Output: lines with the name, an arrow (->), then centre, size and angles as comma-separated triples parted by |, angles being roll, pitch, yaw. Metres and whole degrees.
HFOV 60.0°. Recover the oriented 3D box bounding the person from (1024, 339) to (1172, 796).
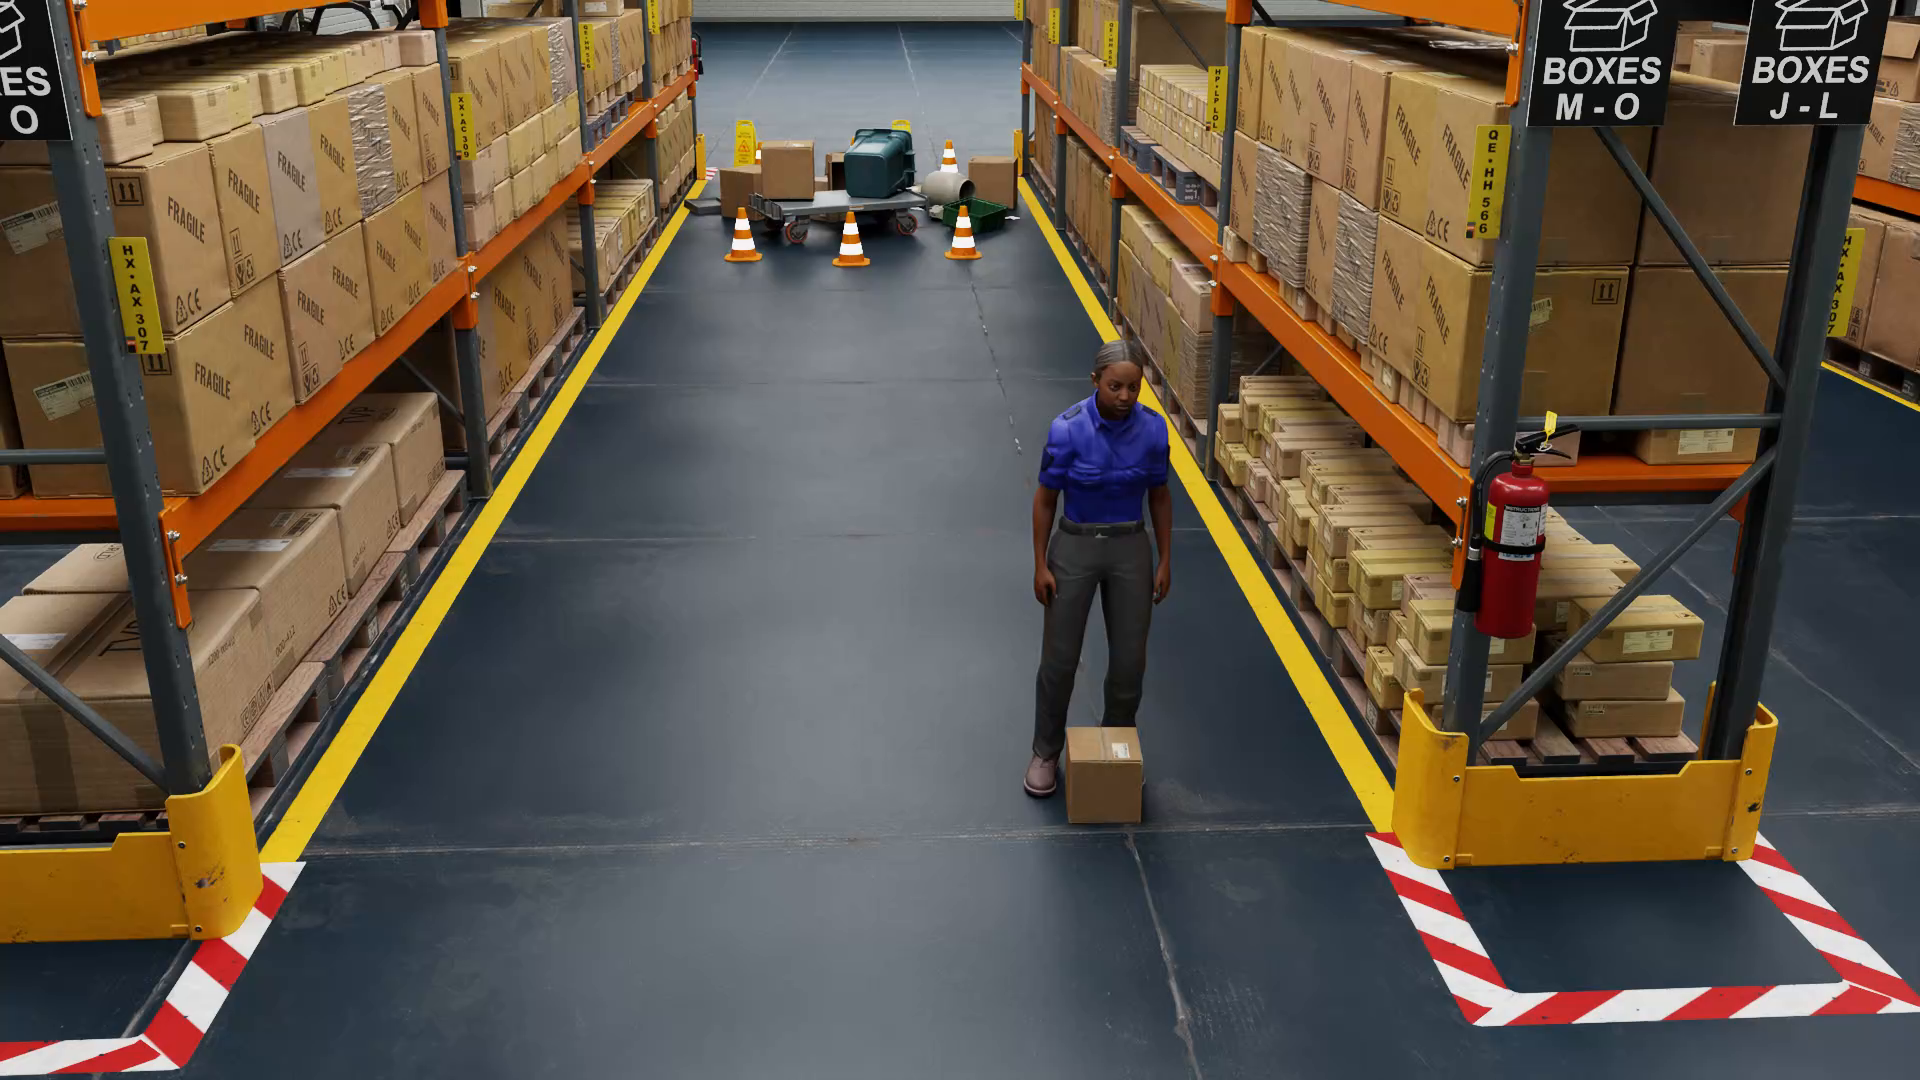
person -> 0.487, 0.090, 5.846 | 0.531, 1.654, 0.351 | -2, 21, -6
